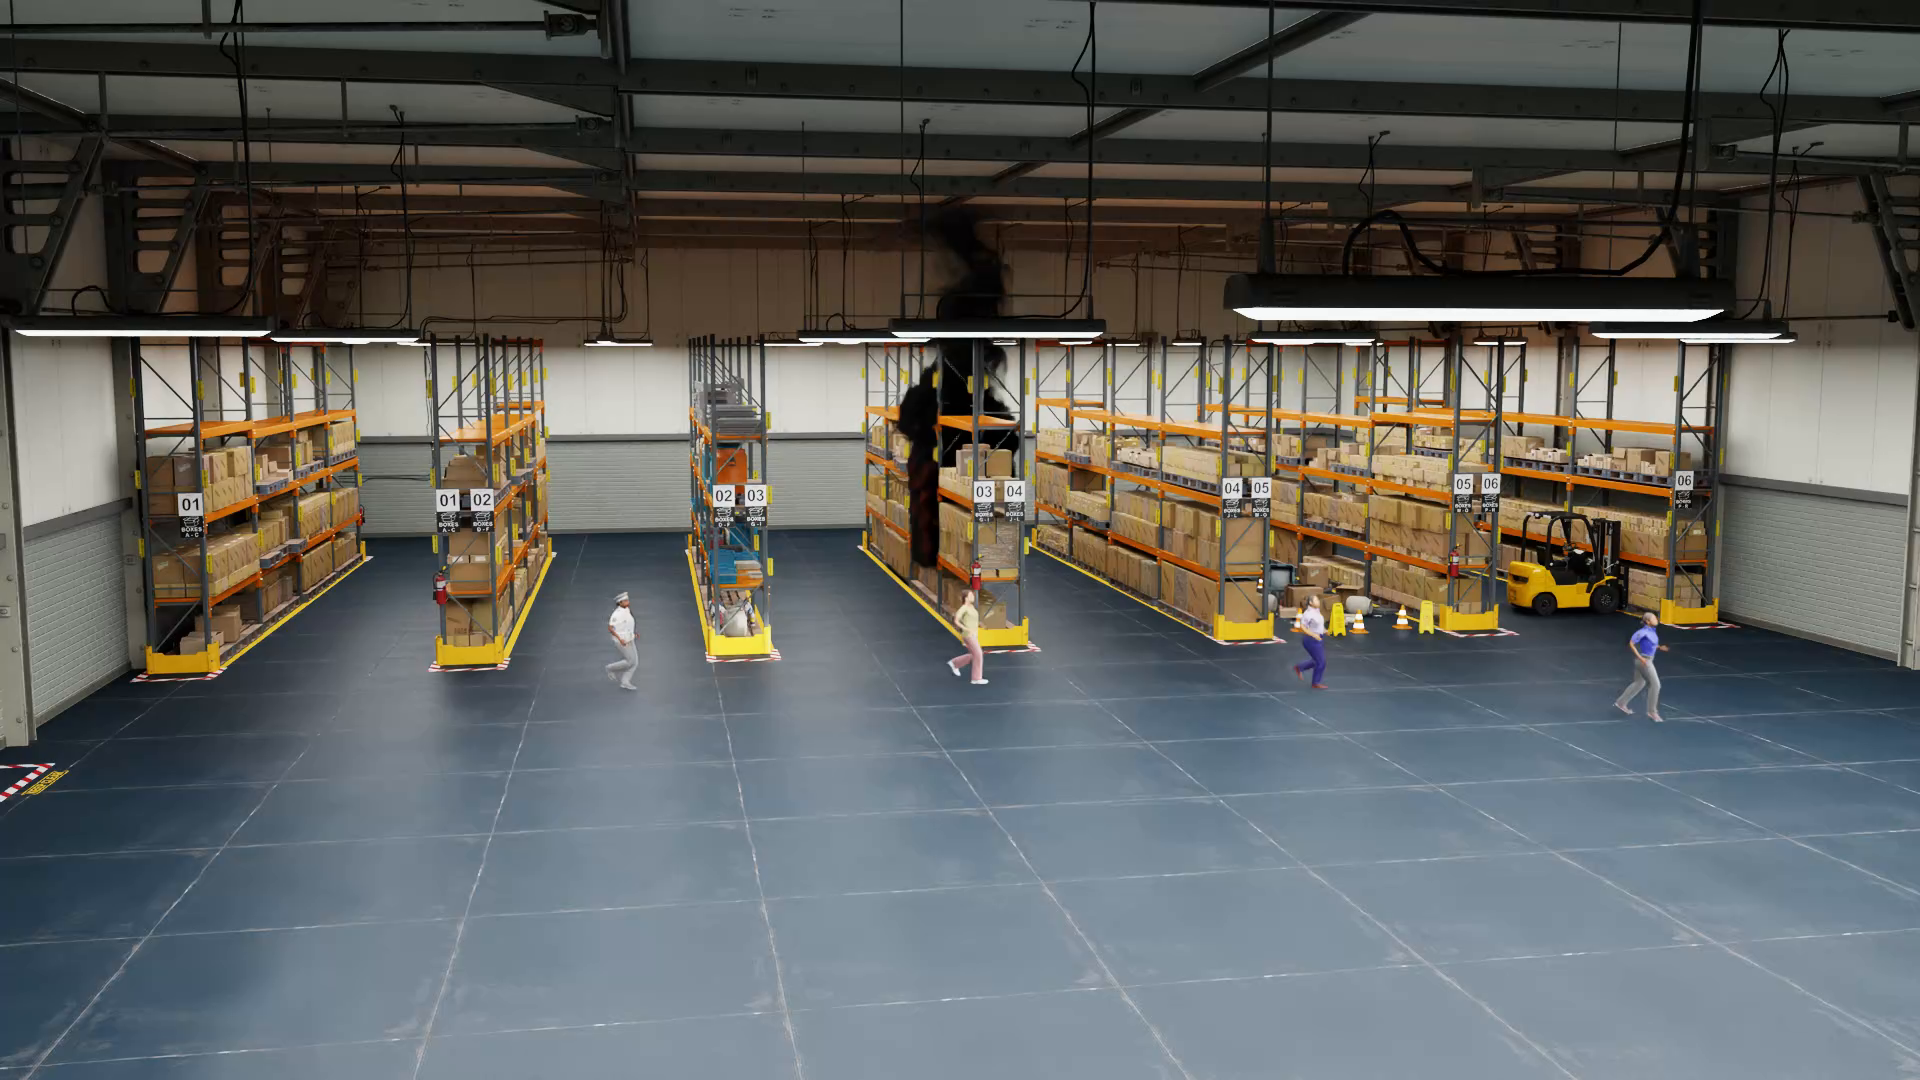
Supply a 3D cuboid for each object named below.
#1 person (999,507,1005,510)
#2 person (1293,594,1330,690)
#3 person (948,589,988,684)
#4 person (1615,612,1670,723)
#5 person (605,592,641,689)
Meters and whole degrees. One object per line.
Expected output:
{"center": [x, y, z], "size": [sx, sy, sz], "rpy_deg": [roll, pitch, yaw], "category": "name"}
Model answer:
{"center": [1.261, -0.437, 46.556], "size": [0.531, 1.643, 0.744], "rpy_deg": [-1, 7, -5], "category": "person"}
{"center": [5.938, 1.710, 28.151], "size": [0.652, 1.597, 0.611], "rpy_deg": [4, 7, 29], "category": "person"}
{"center": [0.128, 1.650, 28.524], "size": [0.752, 1.628, 0.586], "rpy_deg": [2, 7, 21], "category": "person"}
{"center": [10.599, 1.953, 25.813], "size": [0.745, 1.708, 0.570], "rpy_deg": [4, 8, 30], "category": "person"}
{"center": [-5.705, 1.702, 28.126], "size": [0.558, 1.653, 0.584], "rpy_deg": [2, 7, 15], "category": "person"}
